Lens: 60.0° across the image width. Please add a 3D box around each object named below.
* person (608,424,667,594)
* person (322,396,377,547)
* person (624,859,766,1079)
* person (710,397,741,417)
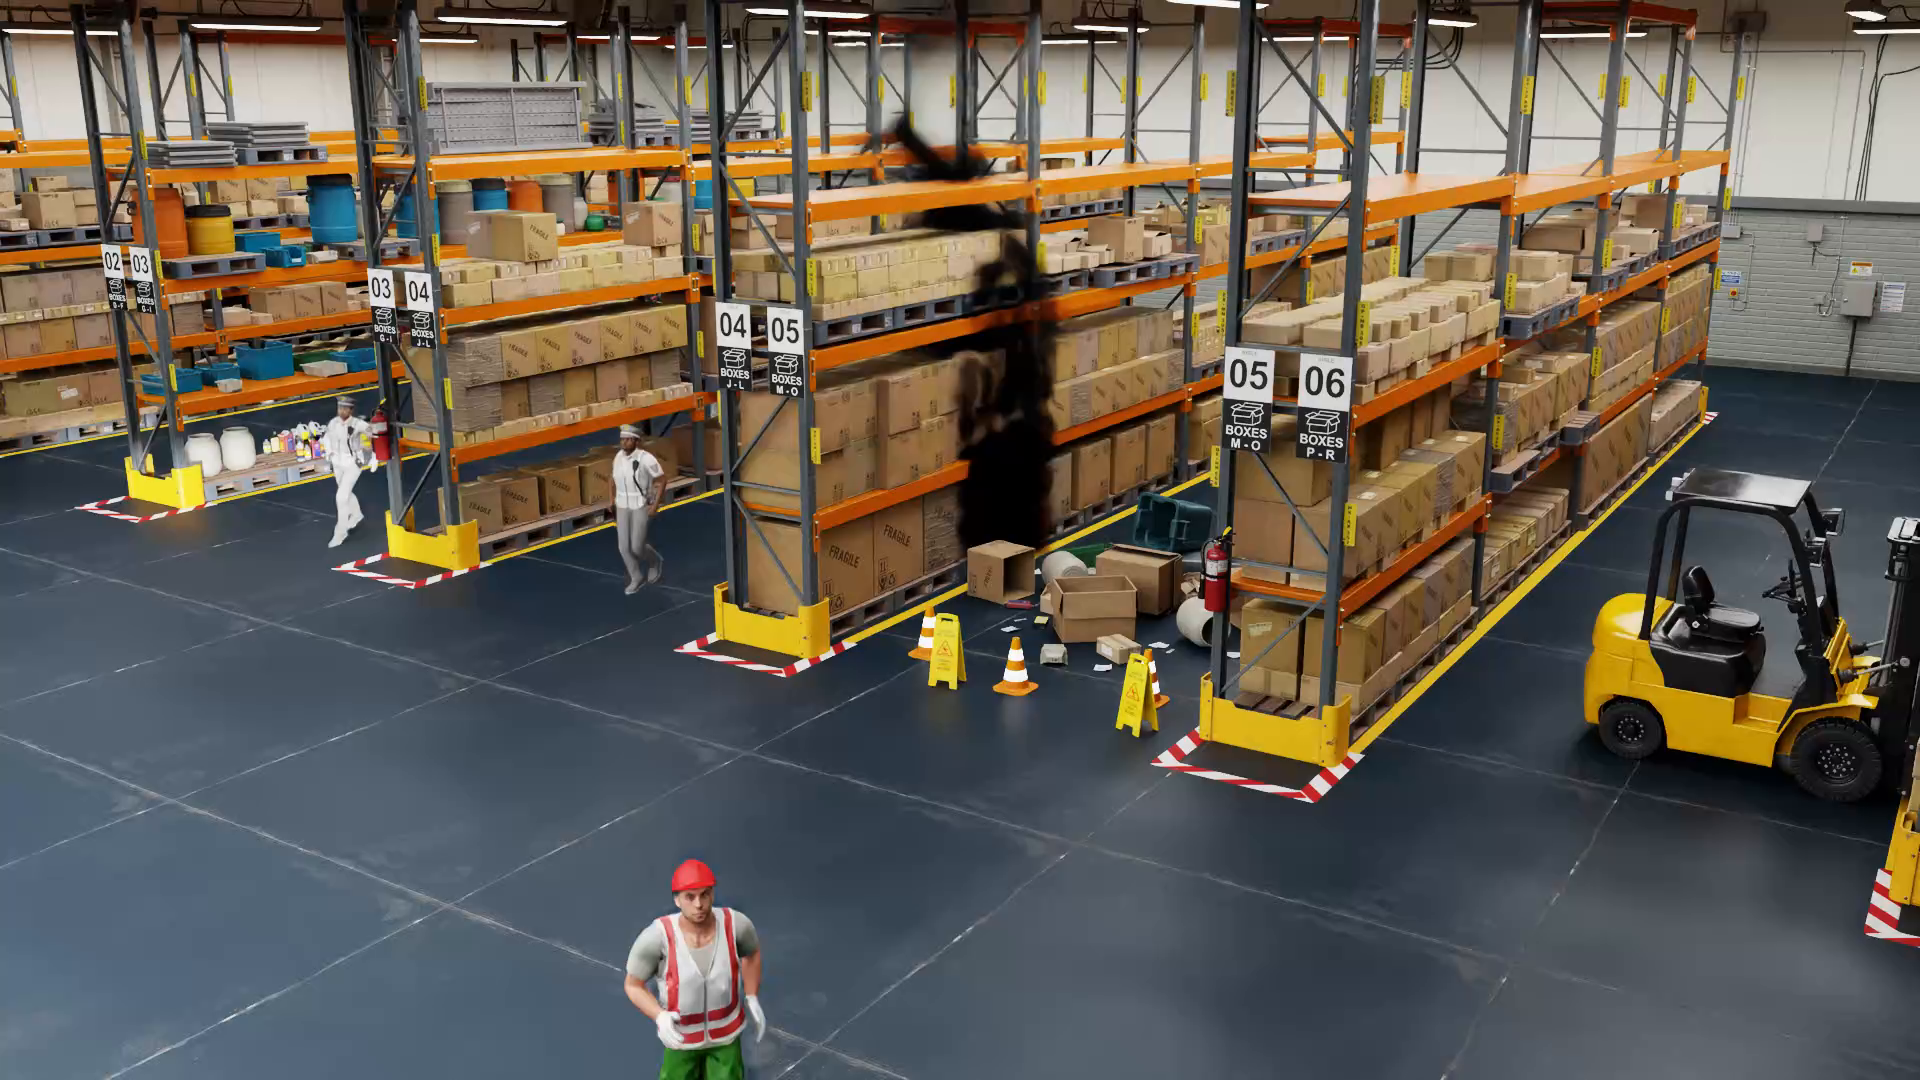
[{"bbox_3d":[-3.159,-0.320,16.240,0.604,1.675,0.508,6,17,19],"label":"person"},{"bbox_3d":[-6.980,-0.821,19.067,0.673,1.732,0.779,5,16,18],"label":"person"},{"bbox_3d":[-1.219,2.282,7.756,0.653,1.750,0.720,-6,16,-19],"label":"person"},{"bbox_3d":[-3.652,-2.699,25.627,0.717,1.752,0.979,6,17,21],"label":"person"}]
